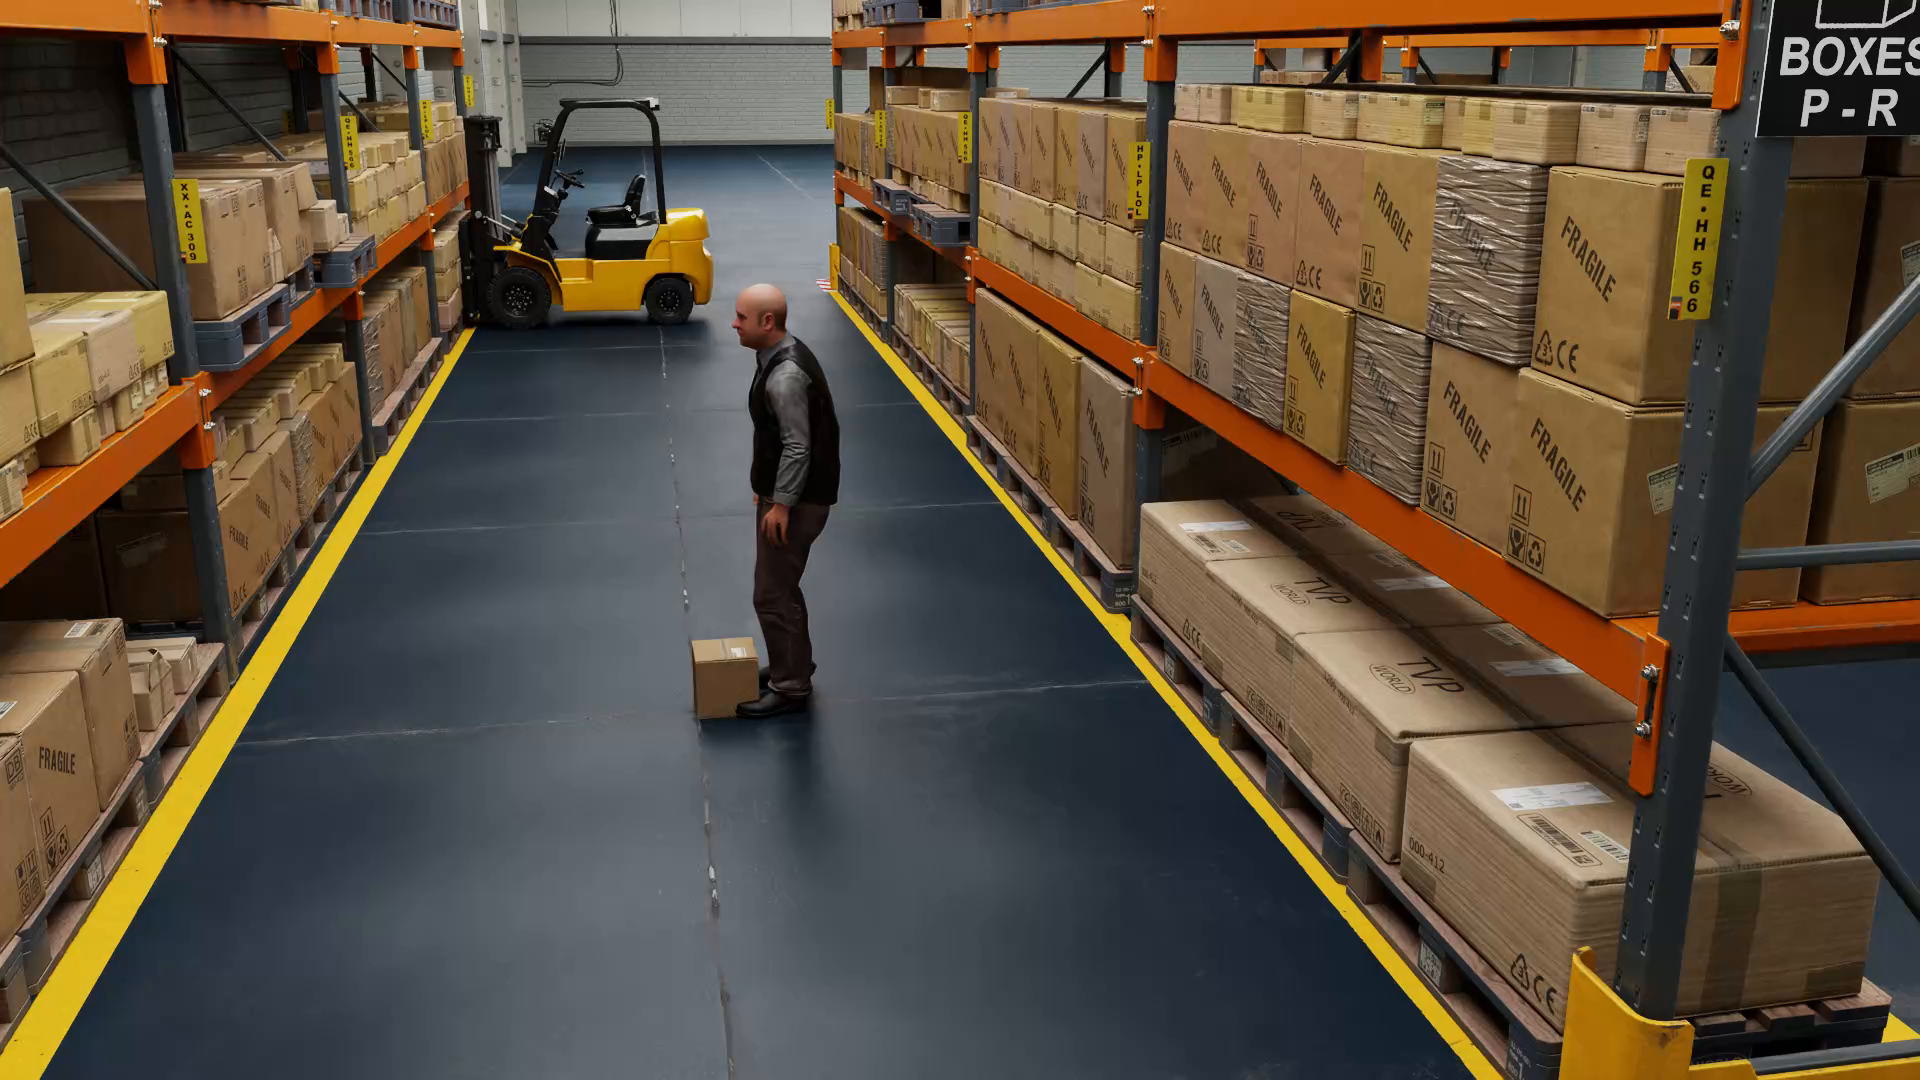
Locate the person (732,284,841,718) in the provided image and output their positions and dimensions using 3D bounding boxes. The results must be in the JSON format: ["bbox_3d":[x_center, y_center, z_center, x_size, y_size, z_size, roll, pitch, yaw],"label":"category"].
[{"bbox_3d":[-0.706,-0.162,6.632,0.460,1.722,0.580,-3,17,-10],"label":"person"}]
